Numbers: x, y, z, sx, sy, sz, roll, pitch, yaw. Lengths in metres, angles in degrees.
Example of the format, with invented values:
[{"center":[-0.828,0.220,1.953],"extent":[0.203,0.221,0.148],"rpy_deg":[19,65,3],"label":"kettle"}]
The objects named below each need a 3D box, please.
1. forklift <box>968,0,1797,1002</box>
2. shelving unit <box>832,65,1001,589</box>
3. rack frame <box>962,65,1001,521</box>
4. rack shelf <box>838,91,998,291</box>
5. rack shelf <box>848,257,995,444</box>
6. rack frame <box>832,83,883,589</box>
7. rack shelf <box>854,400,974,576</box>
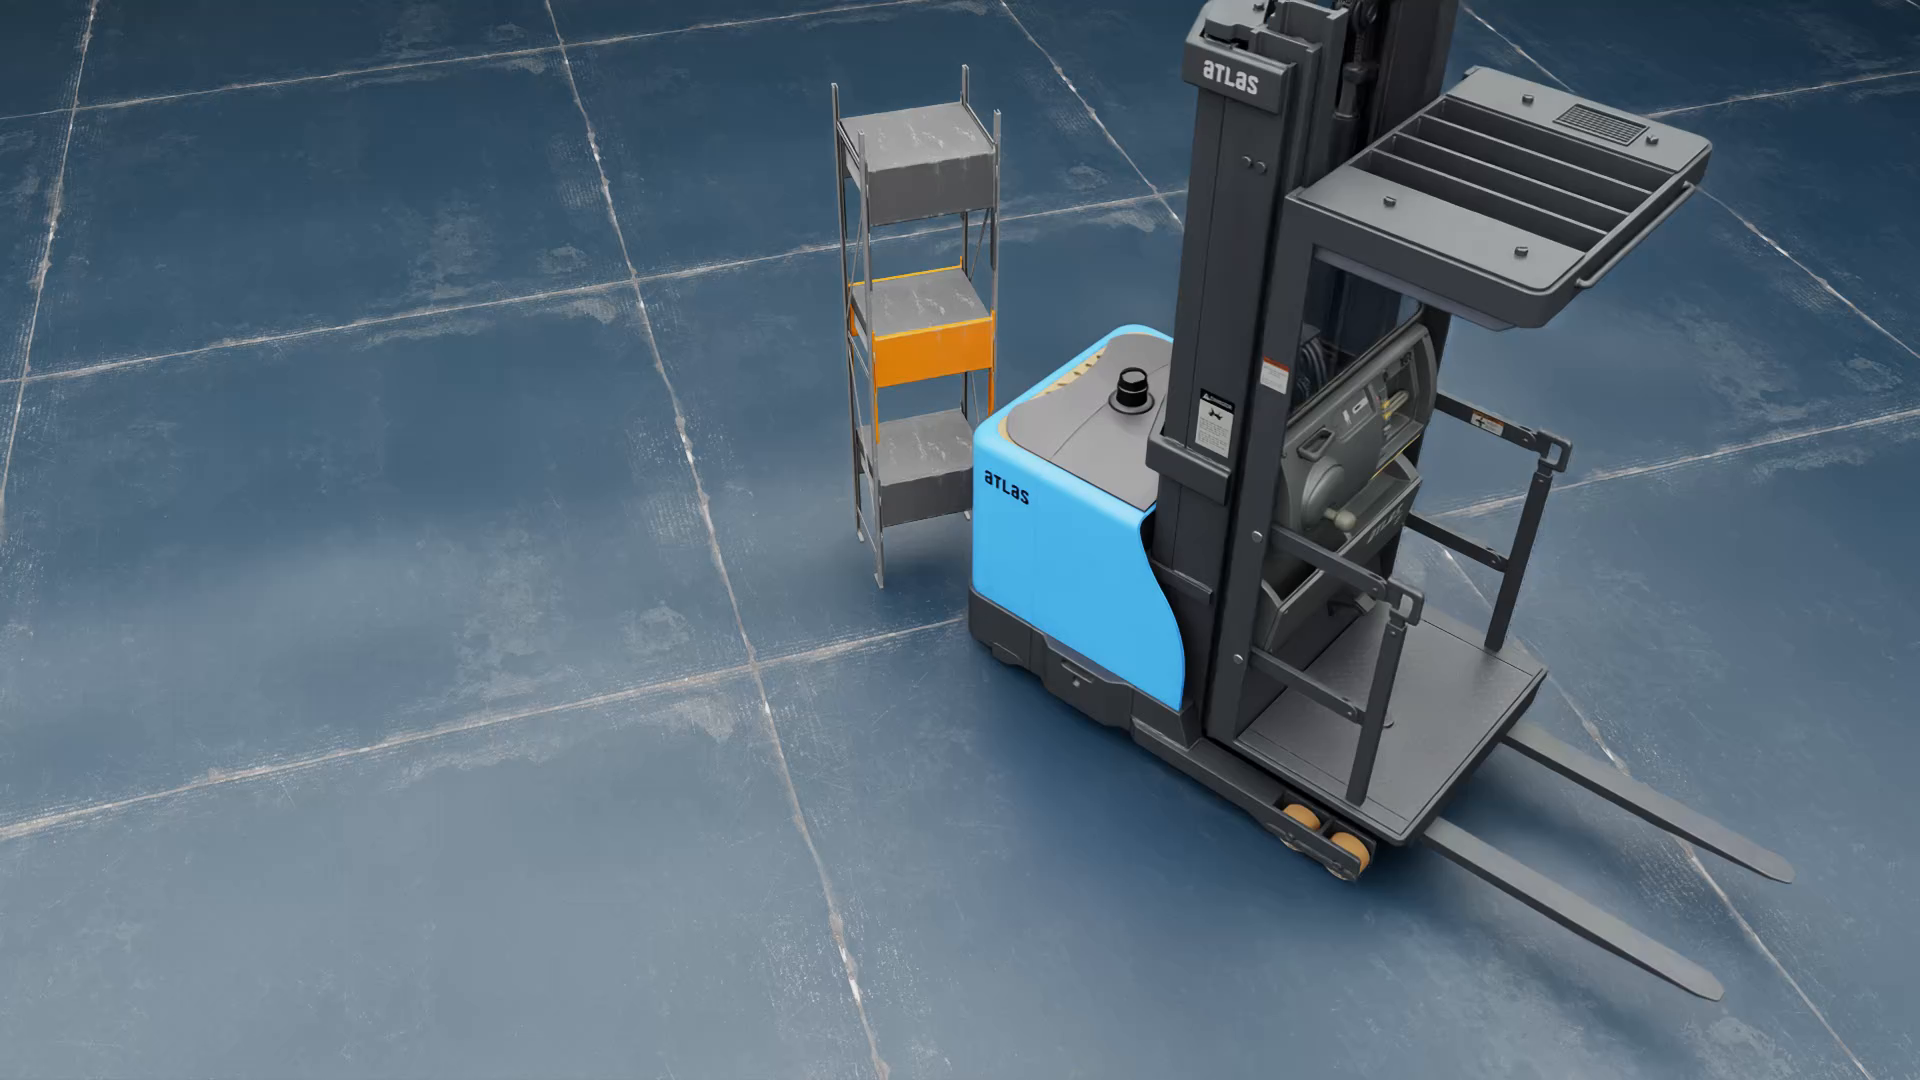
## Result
[{"center":[1.474,-0.301,5.366],"extent":[3.031,2.935,1.130],"rpy_deg":[30,49,30],"label":"forklift"},{"center":[-0.158,-0.758,6.522],"extent":[0.503,2.100,0.431],"rpy_deg":[-12,42,-13],"label":"shelving unit"},{"center":[0.075,-0.806,6.577],"extent":[0.015,2.100,0.400],"rpy_deg":[-12,42,-13],"label":"rack frame"},{"center":[-0.158,-1.275,6.070],"extent":[0.480,0.518,0.431],"rpy_deg":[-12,42,-13],"label":"rack shelf"},{"center":[-0.158,-0.748,6.531],"extent":[0.480,0.518,0.431],"rpy_deg":[-12,42,-13],"label":"rack shelf"},{"center":[-0.391,-0.710,6.467],"extent":[0.015,2.100,0.400],"rpy_deg":[-12,42,-13],"label":"rack frame"},{"center":[-0.158,-0.221,6.991],"extent":[0.480,0.518,0.431],"rpy_deg":[-12,42,-13],"label":"rack shelf"}]
